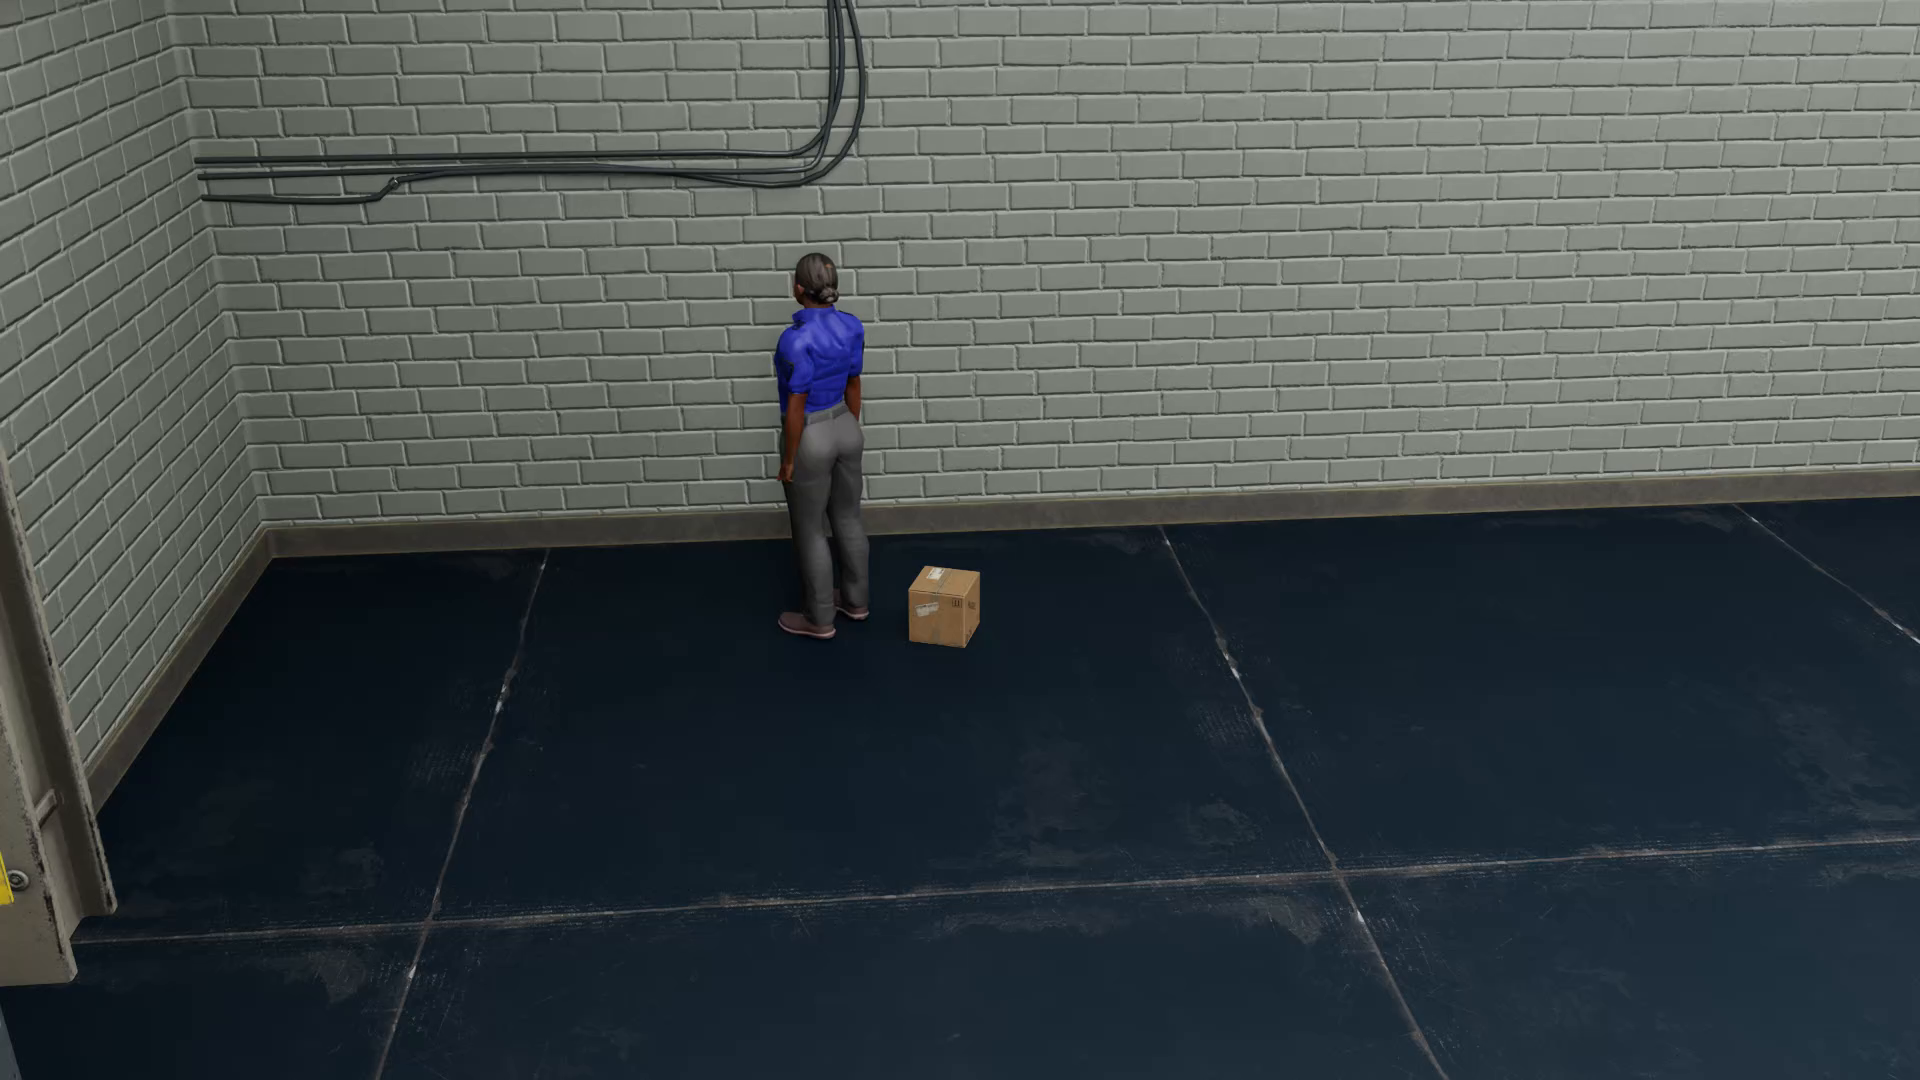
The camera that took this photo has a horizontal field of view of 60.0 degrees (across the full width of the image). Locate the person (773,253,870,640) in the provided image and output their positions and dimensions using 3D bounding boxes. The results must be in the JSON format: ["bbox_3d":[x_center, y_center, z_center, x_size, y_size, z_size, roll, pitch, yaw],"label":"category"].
[{"bbox_3d":[-0.594,-0.395,6.995,0.324,1.662,0.446,20,31,38],"label":"person"}]
